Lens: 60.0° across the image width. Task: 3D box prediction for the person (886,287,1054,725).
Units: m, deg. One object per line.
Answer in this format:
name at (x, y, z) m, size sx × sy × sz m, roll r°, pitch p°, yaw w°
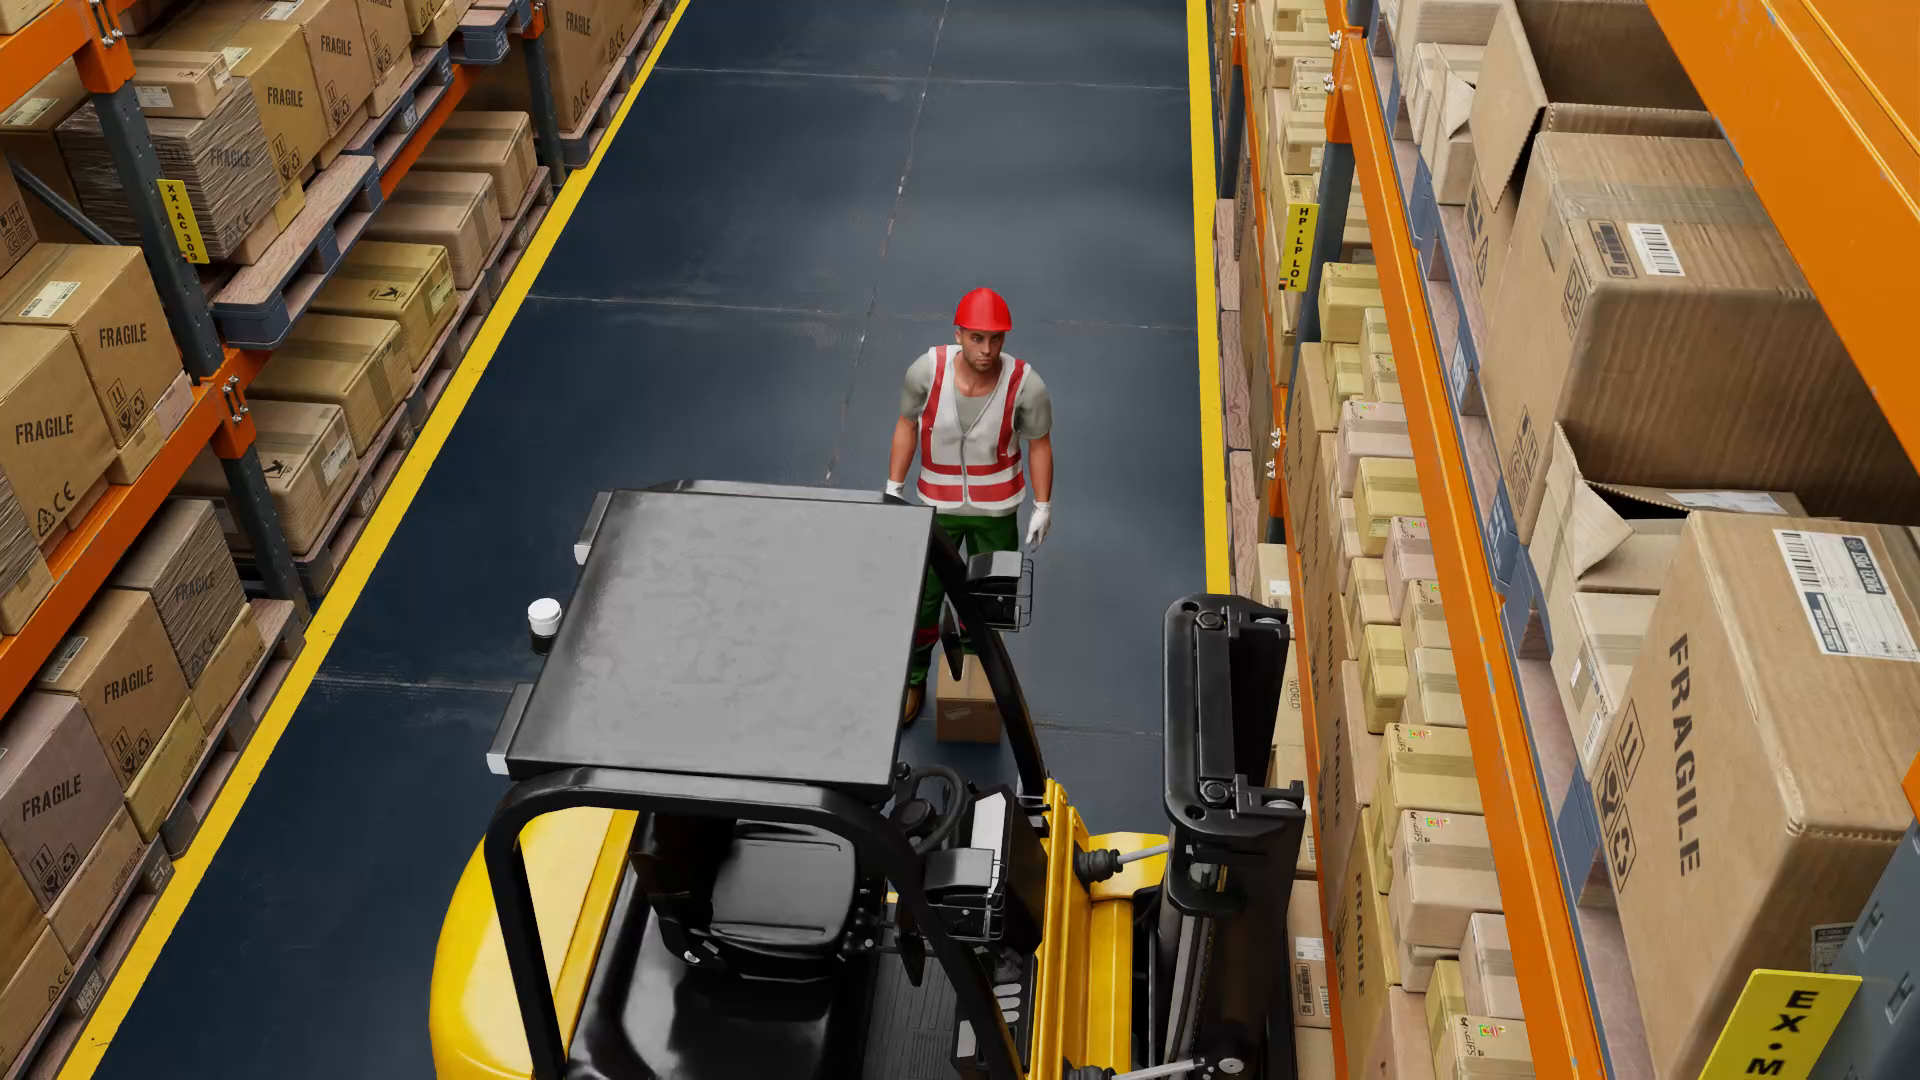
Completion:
person at (0.022, -0.094, 6.236) m, size 0.638 × 1.787 × 0.565 m, roll 3°, pitch 40°, yaw 4°
